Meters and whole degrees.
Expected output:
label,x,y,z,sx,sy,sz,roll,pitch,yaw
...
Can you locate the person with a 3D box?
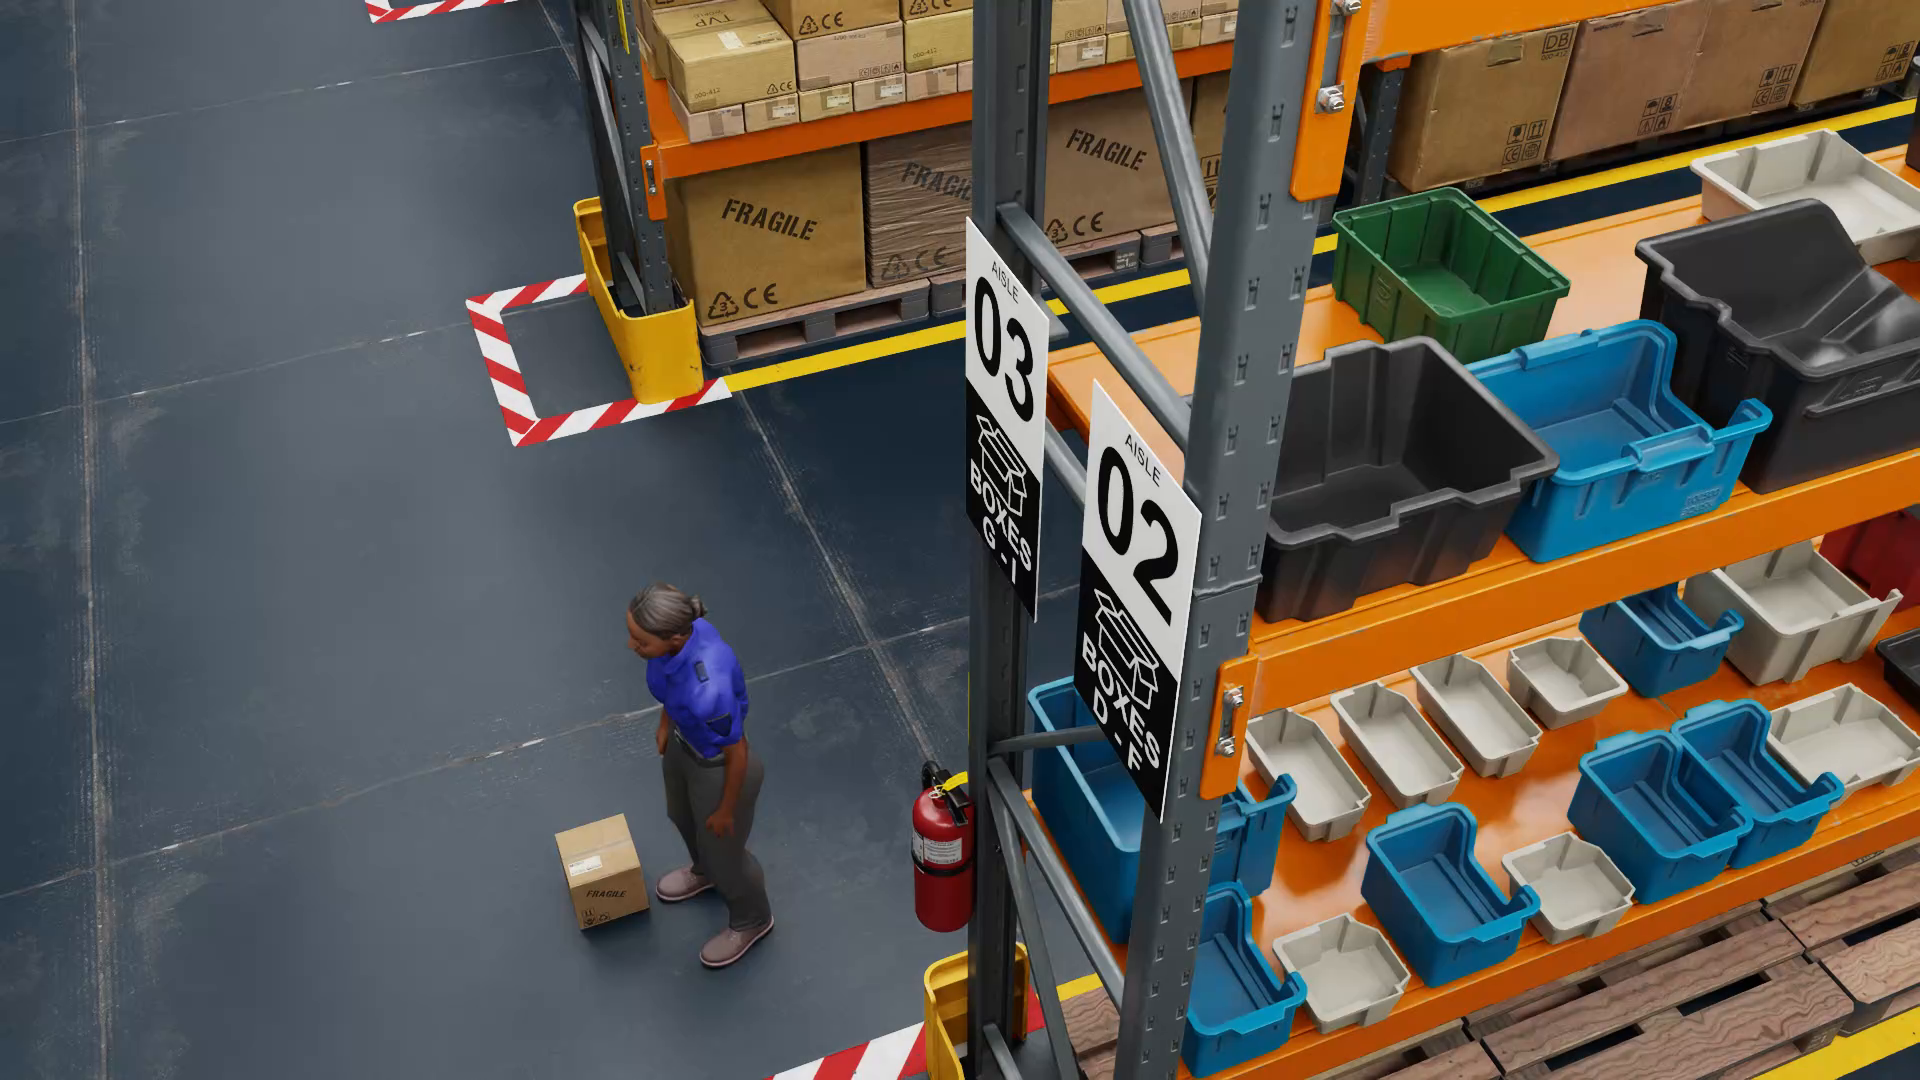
label,x,y,z,sx,sy,sz,roll,pitch,yaw
person,-0.833,0.720,5.363,0.348,1.655,0.509,-23,47,-23
